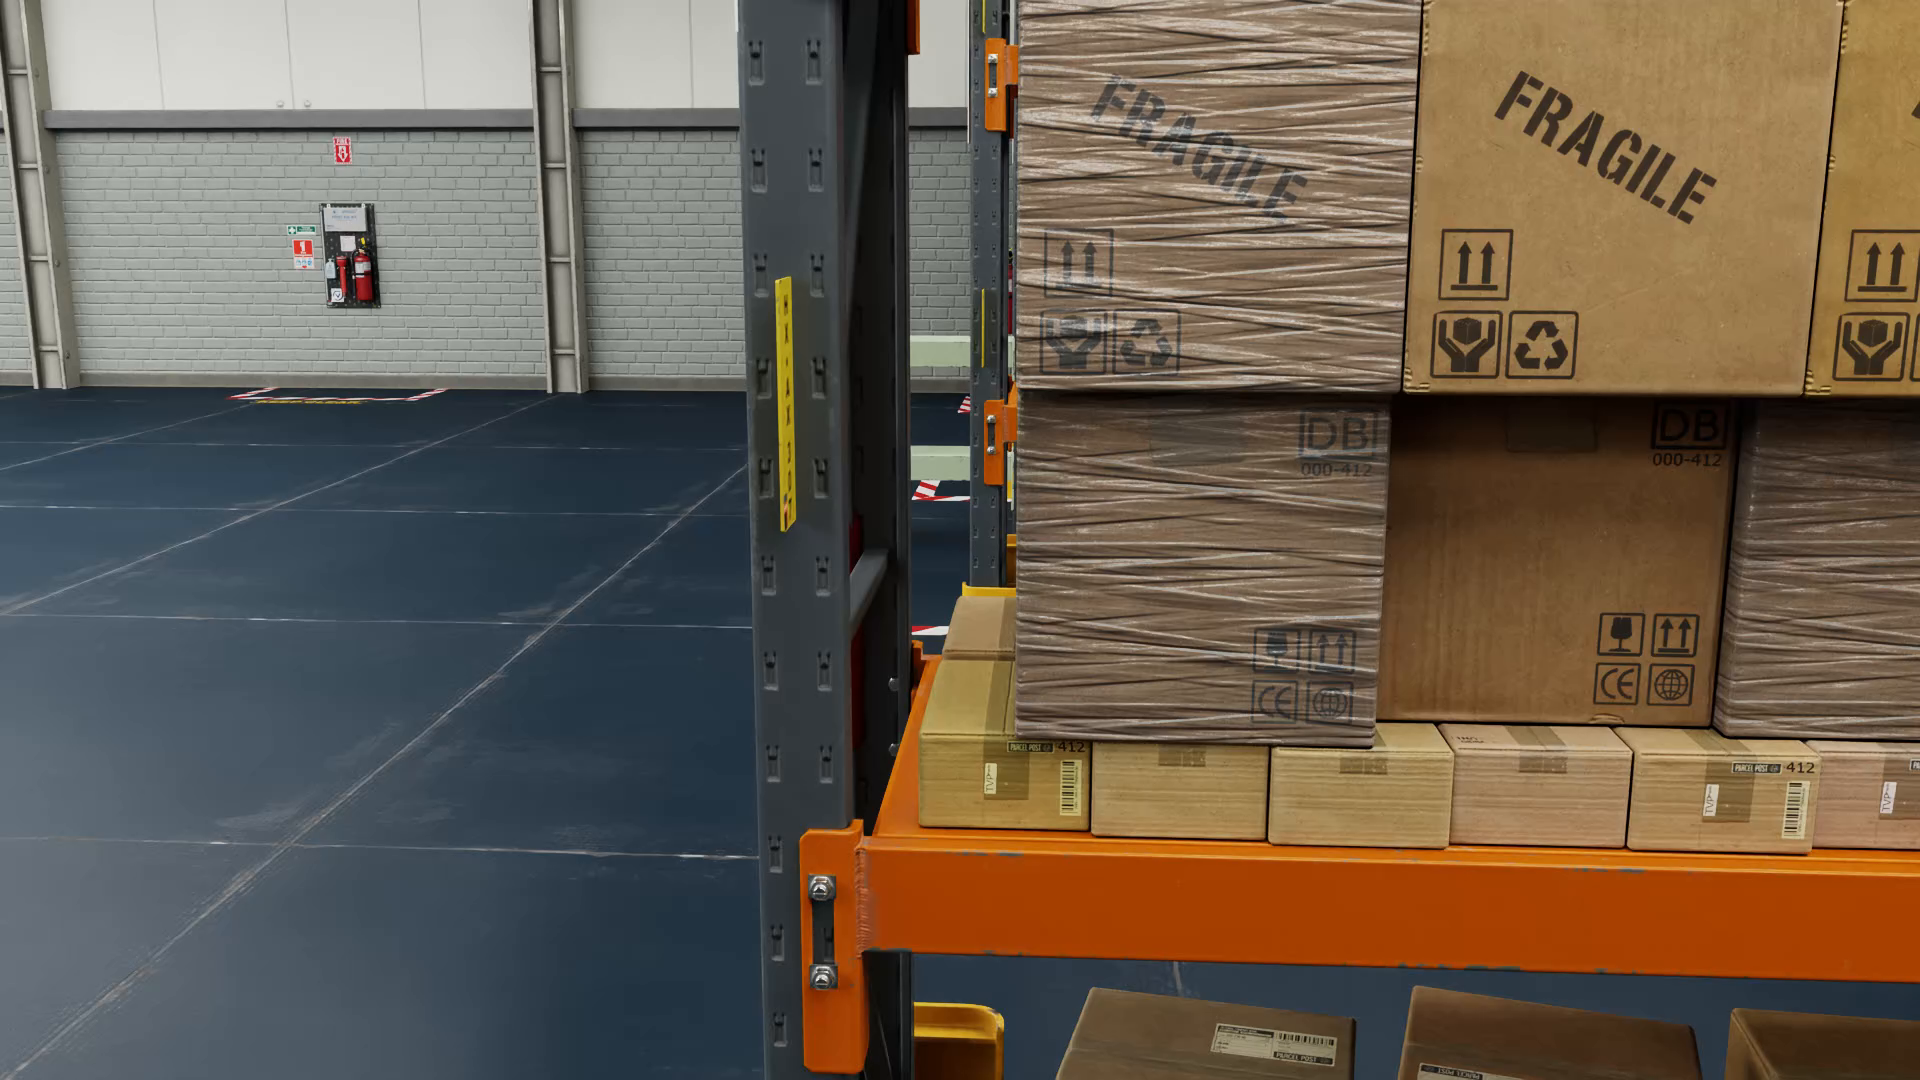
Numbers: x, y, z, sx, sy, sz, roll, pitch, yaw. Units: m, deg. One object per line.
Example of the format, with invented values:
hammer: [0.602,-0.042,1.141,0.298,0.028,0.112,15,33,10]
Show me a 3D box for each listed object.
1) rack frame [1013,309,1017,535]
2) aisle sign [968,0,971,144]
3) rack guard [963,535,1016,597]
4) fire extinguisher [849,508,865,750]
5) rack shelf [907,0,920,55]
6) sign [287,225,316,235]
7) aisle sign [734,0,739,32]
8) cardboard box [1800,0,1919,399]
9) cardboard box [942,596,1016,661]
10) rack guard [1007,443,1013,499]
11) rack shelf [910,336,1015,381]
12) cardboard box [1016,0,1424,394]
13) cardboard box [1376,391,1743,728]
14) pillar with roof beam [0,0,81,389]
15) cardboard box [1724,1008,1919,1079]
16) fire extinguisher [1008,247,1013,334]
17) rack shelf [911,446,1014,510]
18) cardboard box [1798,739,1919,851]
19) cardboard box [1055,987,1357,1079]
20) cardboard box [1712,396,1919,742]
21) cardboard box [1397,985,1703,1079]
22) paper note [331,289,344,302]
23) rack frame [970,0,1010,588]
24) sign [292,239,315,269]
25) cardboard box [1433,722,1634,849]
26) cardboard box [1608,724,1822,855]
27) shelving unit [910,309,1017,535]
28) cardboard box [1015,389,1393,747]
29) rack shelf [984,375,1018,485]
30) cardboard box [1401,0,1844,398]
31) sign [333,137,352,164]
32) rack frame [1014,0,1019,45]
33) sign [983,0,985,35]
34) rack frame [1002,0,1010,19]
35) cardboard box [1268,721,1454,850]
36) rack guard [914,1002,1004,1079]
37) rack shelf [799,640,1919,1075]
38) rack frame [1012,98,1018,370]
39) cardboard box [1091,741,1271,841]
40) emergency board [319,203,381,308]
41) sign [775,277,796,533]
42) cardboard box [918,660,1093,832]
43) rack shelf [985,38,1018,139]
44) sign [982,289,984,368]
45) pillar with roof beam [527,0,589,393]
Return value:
rack frame: [0.359,-0.729,10.591,0.023,1.500,0.400,1,12,4]
aisle sign: [0.048,-2.091,7.090,0.004,0.787,0.394,1,12,4]
rack guard: [0.218,0.337,7.934,0.348,0.500,1.175,1,12,4]
fire extinguisher: [-0.275,0.076,3.265,0.183,0.674,0.296,1,12,4]
rack shelf: [1.804,-0.954,2.436,4.000,0.370,1.077,1,12,4]
sign: [-7.433,-3.496,18.773,0.331,0.109,0.001,1,12,4]
aisle sign: [-0.273,-1.078,2.245,0.004,0.787,0.394,1,12,4]
cardboard box: [1.336,-0.472,2.284,0.500,0.500,0.500,1,12,4]
cardboard box: [0.107,0.219,3.009,0.250,0.149,0.380,1,12,4]
rack guard: [0.450,-0.666,12.732,0.348,0.500,1.175,1,12,4]
rack shelf: [-0.007,-1.116,10.535,0.720,0.370,0.431,1,12,4]
cardboard box: [0.339,-0.486,2.355,0.500,0.500,0.500,1,12,4]
cardboard box: [0.862,-0.065,2.781,0.500,0.500,0.875,1,12,4]
pillar with roof beam: [-10.703,-5.290,14.078,0.400,9.000,9.100,1,12,4]
cardboard box: [1.653,1.178,2.891,0.500,0.500,0.500,2,12,9]
fire extinguisher: [0.387,-1.948,12.944,0.183,0.674,0.296,1,12,4]
rack shelf: [-0.007,-0.415,10.682,0.720,0.370,0.431,1,12,4]
cardboard box: [1.325,0.326,2.499,0.250,0.149,0.380,1,12,4]
cardboard box: [0.430,1.164,2.956,0.500,0.500,0.500,3,12,14]
cardboard box: [1.358,-0.049,2.706,0.500,0.500,0.875,1,12,4]
cardboard box: [1.029,1.165,2.950,0.500,0.500,0.500,4,12,19]
paper note: [-7.064,-2.778,18.872,0.142,0.148,0.016,1,12,4]
rack frame: [0.140,-0.878,7.637,0.127,3.000,1.000,1,12,4]
sign: [-7.437,-3.238,18.836,0.234,0.329,0.001,1,12,4]
cardboard box: [0.824,0.323,2.512,0.250,0.149,0.380,1,12,4]
cardboard box: [1.073,0.328,2.489,0.250,0.149,0.380,1,12,4]
shelving unit: [-0.007,-0.734,10.615,0.755,1.500,0.431,1,12,4]
cardboard box: [0.355,-0.047,2.697,0.500,0.500,0.875,1,12,4]
rack shelf: [2.135,-0.498,7.580,4.000,0.370,1.077,1,12,4]
cardboard box: [0.838,-0.478,2.315,0.500,0.500,0.500,1,12,4]
sign: [-6.893,-4.347,18.564,0.199,0.298,0.001,1,12,4]
rack frame: [0.474,-4.826,11.860,0.127,3.000,1.000,1,12,4]
sign: [0.098,-2.238,6.792,0.005,0.325,0.100,1,12,4]
rack frame: [0.140,-3.814,7.023,0.127,3.000,1.000,1,12,4]
cardboard box: [0.574,0.324,2.508,0.250,0.149,0.380,1,12,4]
rack guard: [-0.116,1.359,3.051,0.348,0.500,1.175,1,12,4]
rack shelf: [1.804,0.514,2.743,4.000,0.370,1.077,1,12,4]
rack frame: [0.474,-1.889,12.475,0.127,3.000,1.000,1,12,4]
cardboard box: [0.325,0.317,2.539,0.250,0.149,0.380,1,12,4]
emergency board: [-6.892,-3.192,18.703,0.643,1.169,0.194,1,12,4]
sign: [-0.228,-0.179,2.181,0.005,0.325,0.100,1,12,4]
cardboard box: [0.077,0.310,2.574,0.250,0.149,0.380,1,12,4]
rack shelf: [2.135,-1.966,7.273,4.000,0.370,1.077,1,12,4]
sign: [0.098,-0.901,7.072,0.005,0.325,0.100,1,12,4]
pillar with roof beam: [-4.717,-5.208,13.686,0.400,9.000,9.100,1,12,4]
